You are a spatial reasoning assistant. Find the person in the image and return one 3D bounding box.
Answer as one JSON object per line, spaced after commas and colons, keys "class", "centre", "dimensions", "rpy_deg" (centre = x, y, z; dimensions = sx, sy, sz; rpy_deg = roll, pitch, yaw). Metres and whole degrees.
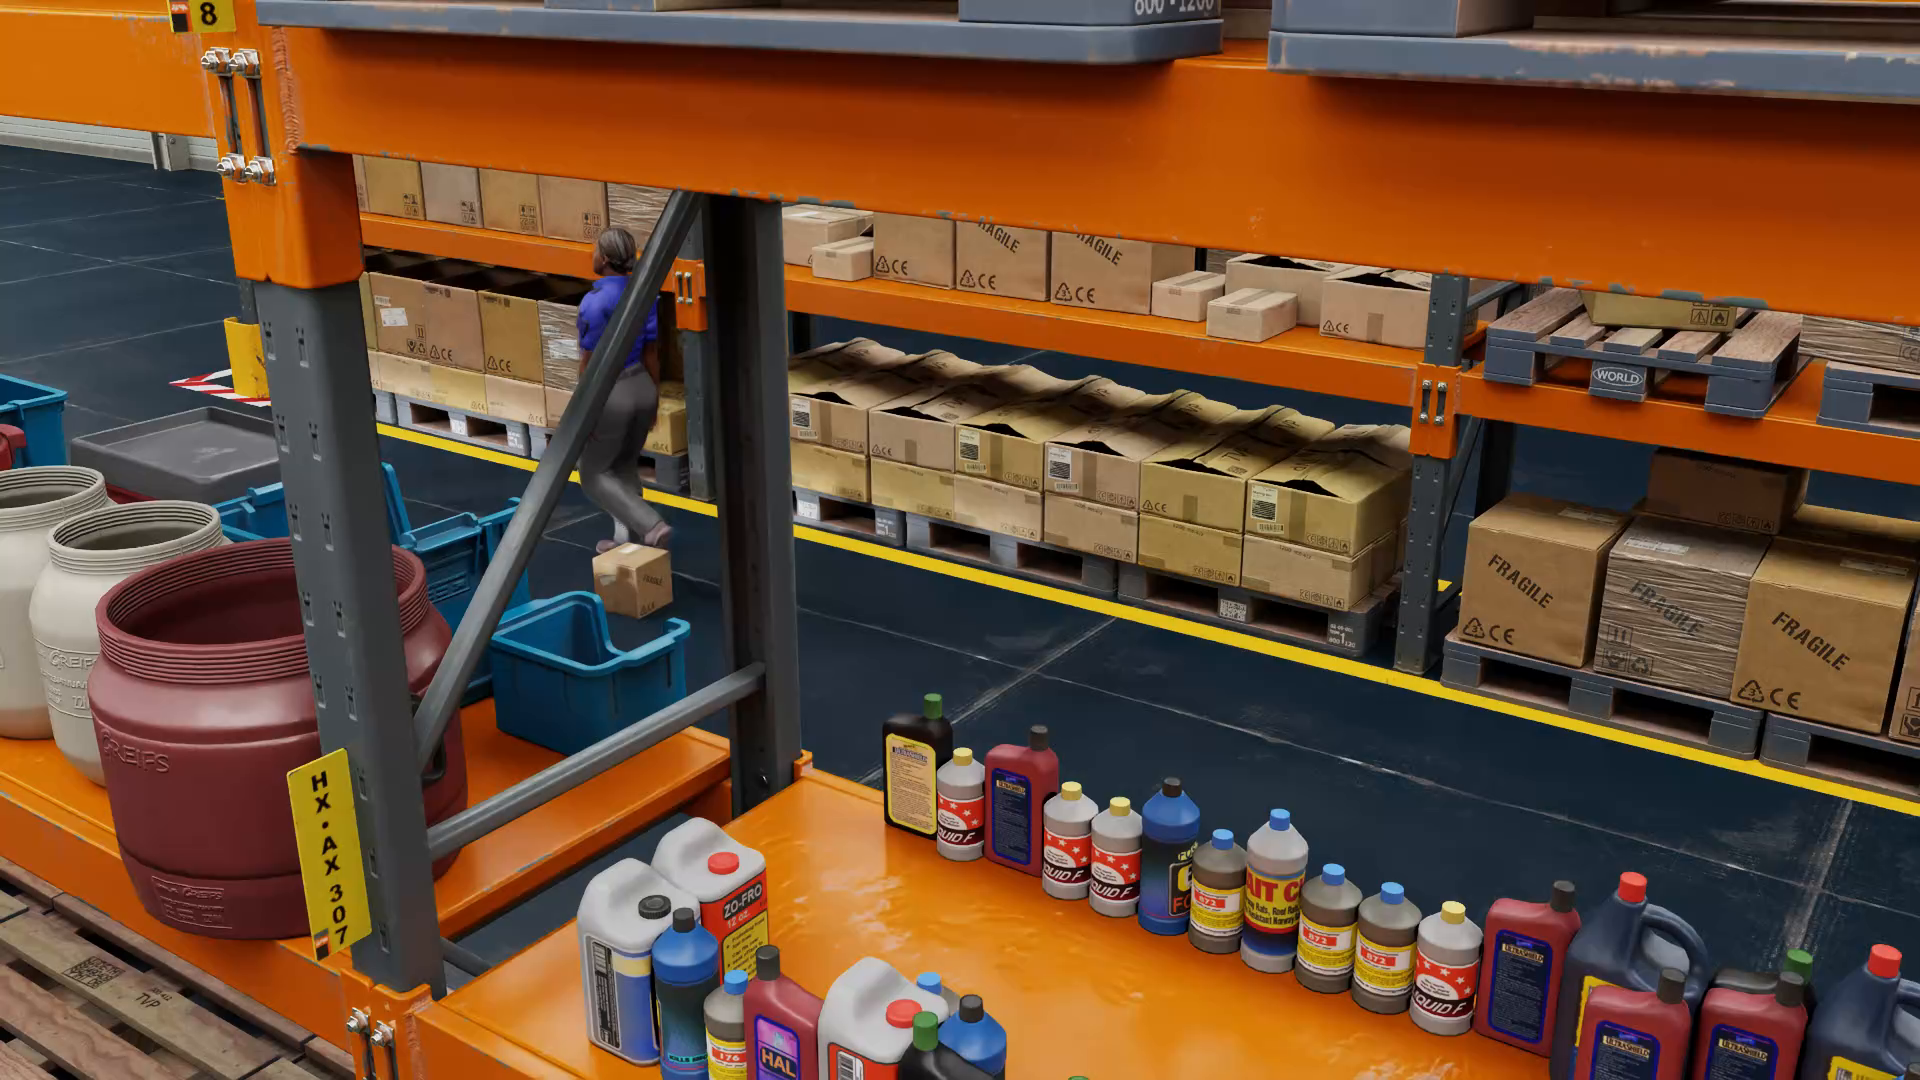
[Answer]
{"class": "person", "centre": [-1.571, -0.634, 7.777], "dimensions": [0.651, 1.635, 0.450], "rpy_deg": [14, 24, 33]}
